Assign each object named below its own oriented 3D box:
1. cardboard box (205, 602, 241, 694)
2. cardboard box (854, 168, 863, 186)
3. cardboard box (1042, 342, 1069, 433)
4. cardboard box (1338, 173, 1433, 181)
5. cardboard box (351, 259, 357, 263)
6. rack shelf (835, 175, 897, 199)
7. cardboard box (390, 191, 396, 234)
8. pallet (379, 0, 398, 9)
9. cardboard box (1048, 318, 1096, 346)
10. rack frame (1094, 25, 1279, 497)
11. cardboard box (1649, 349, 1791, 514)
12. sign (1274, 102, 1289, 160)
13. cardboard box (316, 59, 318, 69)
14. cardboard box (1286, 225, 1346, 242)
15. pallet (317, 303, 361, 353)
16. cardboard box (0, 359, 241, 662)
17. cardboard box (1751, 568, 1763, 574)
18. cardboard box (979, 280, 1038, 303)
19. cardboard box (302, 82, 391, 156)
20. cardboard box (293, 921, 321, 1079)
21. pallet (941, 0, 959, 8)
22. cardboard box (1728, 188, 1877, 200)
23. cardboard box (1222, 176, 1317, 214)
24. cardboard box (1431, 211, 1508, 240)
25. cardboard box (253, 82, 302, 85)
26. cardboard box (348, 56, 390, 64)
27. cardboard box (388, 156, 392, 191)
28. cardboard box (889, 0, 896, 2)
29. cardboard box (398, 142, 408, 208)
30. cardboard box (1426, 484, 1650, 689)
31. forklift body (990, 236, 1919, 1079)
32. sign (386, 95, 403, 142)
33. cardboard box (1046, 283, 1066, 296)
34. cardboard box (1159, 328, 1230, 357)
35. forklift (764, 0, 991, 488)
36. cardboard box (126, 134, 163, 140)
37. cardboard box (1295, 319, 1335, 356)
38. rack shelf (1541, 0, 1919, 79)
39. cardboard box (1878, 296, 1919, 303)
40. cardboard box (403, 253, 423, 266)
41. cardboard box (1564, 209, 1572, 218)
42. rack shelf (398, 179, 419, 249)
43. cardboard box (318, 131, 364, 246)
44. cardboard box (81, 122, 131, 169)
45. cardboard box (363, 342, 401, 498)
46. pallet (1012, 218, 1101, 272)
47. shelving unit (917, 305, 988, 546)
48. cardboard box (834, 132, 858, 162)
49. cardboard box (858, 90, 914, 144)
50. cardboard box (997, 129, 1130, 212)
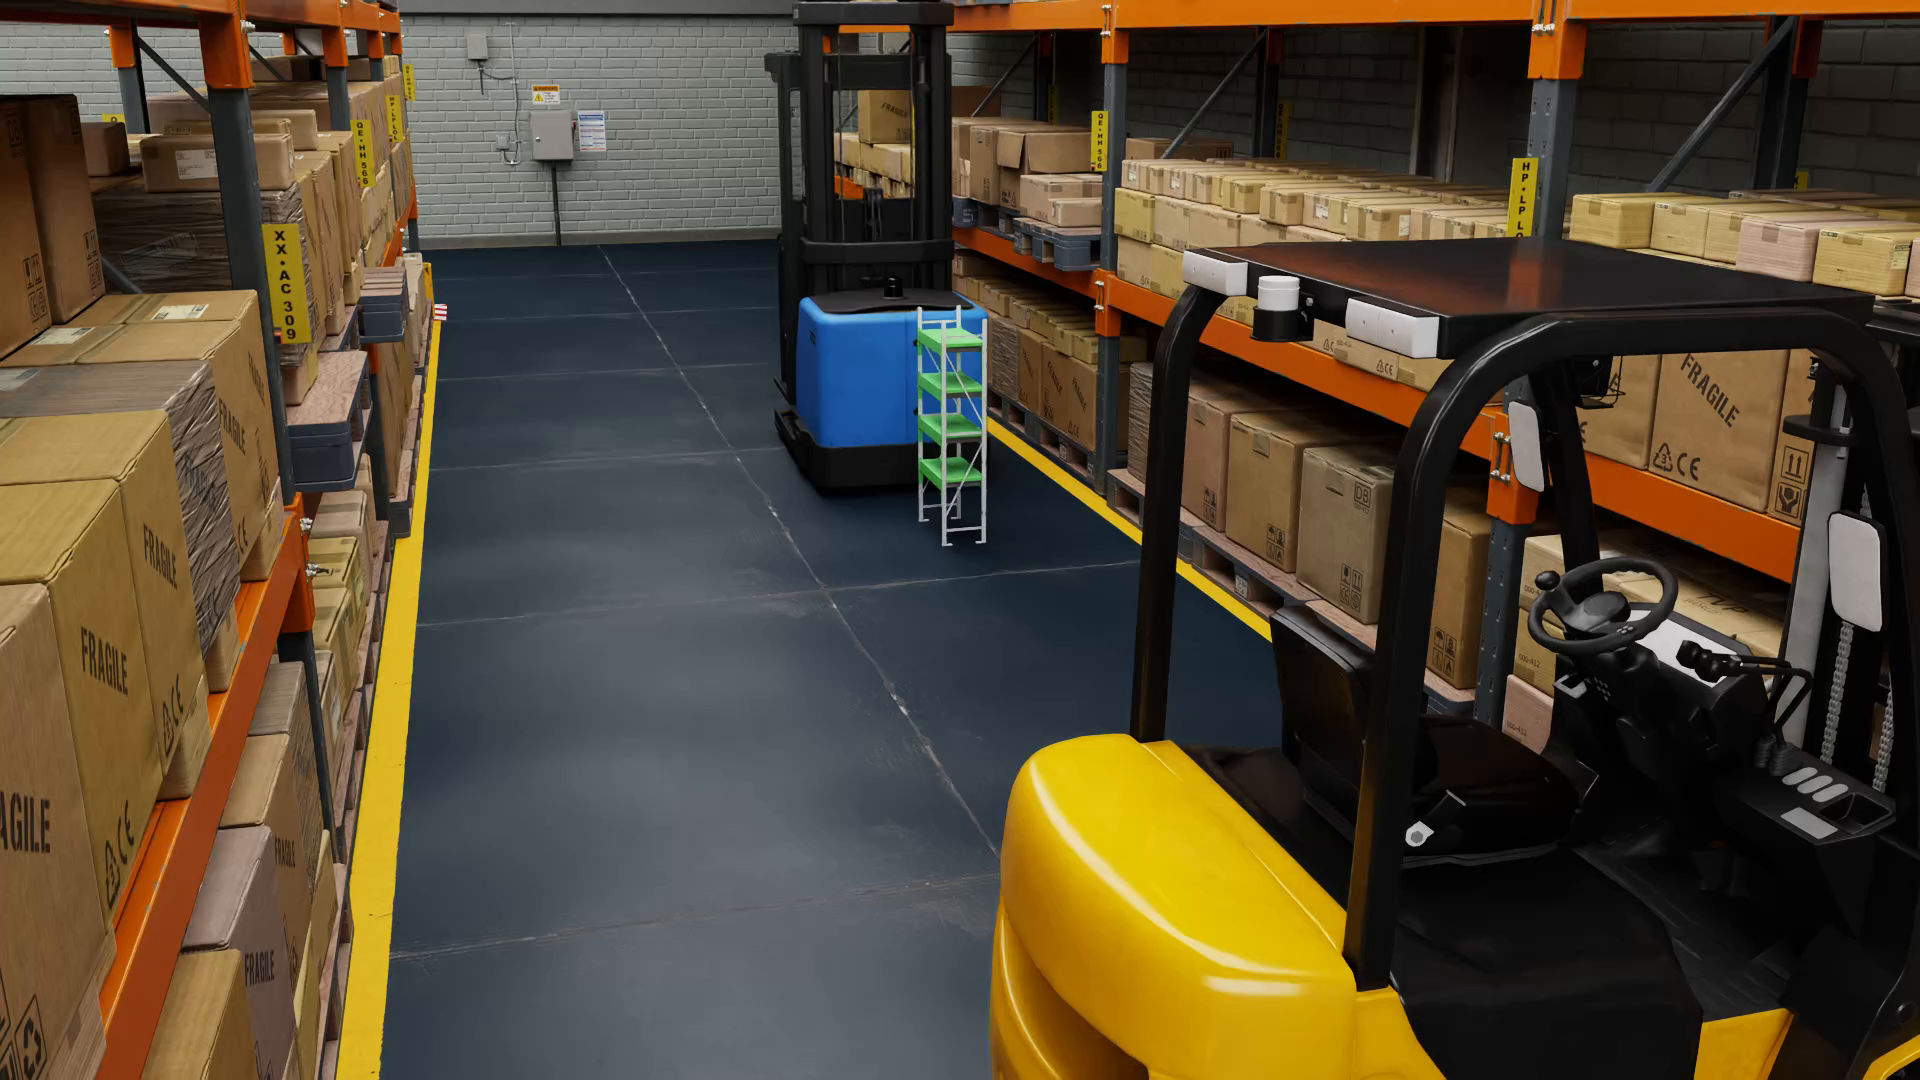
[{"bbox_3d":[-1.711,0.222,3.435,0.380,0.149,0.250,-5,17,-16],"label":"cardboard box"},{"bbox_3d":[-0.769,-3.363,15.371,0.380,0.149,0.250,-5,17,-17],"label":"cardboard box"},{"bbox_3d":[0.847,-0.987,10.638,0.500,0.500,0.500,-5,17,-16],"label":"cardboard box"},{"bbox_3d":[2.053,-1.685,8.046,0.380,0.149,0.250,-5,17,-16],"label":"cardboard box"},{"bbox_3d":[-2.841,-1.154,7.287,0.380,0.149,0.250,-6,18,-18],"label":"cardboard box"},{"bbox_3d":[-0.352,-3.059,15.171,1.077,0.370,4.000,-5,17,-15],"label":"rack shelf"},{"bbox_3d":[-4.208,-2.281,11.591,0.500,0.250,0.500,-5,17,-17],"label":"cardboard box"},{"bbox_3d":[-5.459,-4.753,14.501,1.003,0.211,1.213,-5,17,-15],"label":"pallet"},{"bbox_3d":[0.783,-1.324,10.634,0.380,0.149,0.250,-5,18,-17],"label":"cardboard box"},{"bbox_3d":[1.297,-1.744,9.543,1.000,3.000,0.127,-5,17,-15],"label":"rack frame"},{"bbox_3d":[2.426,-0.399,4.892,0.500,0.500,0.500,-4,17,-14],"label":"cardboard box"},{"bbox_3d":[1.830,-2.343,9.525,0.100,0.325,0.005,-5,17,-15],"label":"sign"},{"bbox_3d":[-5.078,-3.574,12.597,0.380,0.149,0.250,-5,17,-16],"label":"cardboard box"},{"bbox_3d":[1.732,-1.204,7.138,0.500,0.250,0.500,-4,17,-14],"label":"cardboard box"},{"bbox_3d":[-2.891,-0.714,6.448,1.003,0.211,1.213,-5,17,-15],"label":"pallet"},{"bbox_3d":[-1.719,-0.046,3.200,0.500,0.500,0.500,-4,17,-14],"label":"cardboard box"},{"bbox_3d":[2.717,0.120,5.649,0.500,0.250,0.500,-4,17,-14],"label":"cardboard box"},{"bbox_3d":[0.361,-1.829,12.315,0.380,0.149,0.250,-5,17,-16],"label":"cardboard box"},{"bbox_3d":[-4.210,-2.880,11.413,0.500,0.500,0.500,-4,17,-13],"label":"cardboard box"},{"bbox_3d":[-1.798,1.161,3.923,0.500,0.250,0.500,-5,17,-17],"label":"cardboard box"},{"bbox_3d":[0.309,-4.011,12.203,1.213,0.211,1.003,-5,17,-15],"label":"pallet"},{"bbox_3d":[2.775,-1.074,5.494,0.380,0.149,0.250,-5,17,-15],"label":"cardboard box"},{"bbox_3d":[1.466,-1.635,7.878,0.380,0.149,0.250,-4,17,-14],"label":"cardboard box"},{"bbox_3d":[2.001,-1.143,6.241,0.380,0.149,0.250,-5,17,-16],"label":"cardboard box"},{"bbox_3d":[-4.729,-2.839,11.277,0.500,0.500,0.500,-4,17,-15],"label":"cardboard box"},{"bbox_3d":[-4.978,-3.968,13.910,0.380,0.149,0.250,-4,17,-14],"label":"cardboard box"},{"bbox_3d":[-4.219,-2.522,11.524,0.500,0.250,0.500,-5,17,-15],"label":"cardboard box"},{"bbox_3d":[-0.378,-4.454,13.787,0.380,0.149,0.250,-5,17,-15],"label":"cardboard box"},{"bbox_3d":[-4.716,-2.933,13.327,0.500,0.500,0.500,-5,17,-15],"label":"cardboard box"},{"bbox_3d":[2.242,0.155,6.618,0.875,0.625,0.625,-4,17,-13],"label":"cardboard box"},{"bbox_3d":[1.220,0.495,3.564,2.313,2.155,1.214,-5,17,-15],"label":"forklift body"},{"bbox_3d":[-4.055,-3.019,11.913,0.100,0.325,0.005,-5,17,-15],"label":"sign"},{"bbox_3d":[0.848,-1.798,12.210,0.380,0.149,0.250,-4,17,-14],"label":"cardboard box"},{"bbox_3d":[1.453,-1.227,10.311,0.380,0.149,0.250,-4,17,-12],"label":"cardboard box"},{"bbox_3d":[-0.648,-2.092,10.822,1.130,2.935,3.031,-4,17,-13],"label":"forklift"},{"bbox_3d":[-3.573,-1.599,7.640,0.500,0.500,0.500,-5,17,-17],"label":"cardboard box"},{"bbox_3d":[1.756,-0.963,7.203,0.500,0.250,0.500,-5,17,-15],"label":"cardboard box"},{"bbox_3d":[2.946,-1.176,3.690,1.077,0.370,4.000,-5,17,-15],"label":"rack shelf"},{"bbox_3d":[2.555,-0.530,4.203,0.380,0.149,0.250,-5,18,-17],"label":"cardboard box"},{"bbox_3d":[-5.396,-2.362,15.327,0.875,0.438,0.875,-5,18,-17],"label":"cardboard box"},{"bbox_3d":[2.483,-1.188,6.393,0.380,0.149,0.250,-5,18,-17],"label":"cardboard box"},{"bbox_3d":[-5.123,-2.665,13.862,1.077,0.370,4.000,-5,17,-15],"label":"rack shelf"},{"bbox_3d":[-3.082,-1.638,7.770,0.500,0.500,0.500,-5,17,-17],"label":"cardboard box"},{"bbox_3d":[-3.019,-1.319,5.582,0.380,0.149,0.250,-5,18,-18],"label":"cardboard box"},{"bbox_3d":[-3.584,-0.731,9.136,0.875,0.875,0.875,-5,17,-16],"label":"cardboard box"},{"bbox_3d":[1.043,-1.834,10.176,1.213,0.211,1.003,-5,17,-15],"label":"pallet"},{"bbox_3d":[-0.046,-0.620,8.932,0.258,1.200,0.503,-5,17,-15],"label":"shelving unit"},{"bbox_3d":[-1.036,-3.880,16.400,0.500,0.250,0.500,-5,17,-15],"label":"cardboard box"},{"bbox_3d":[-0.623,-3.825,14.911,0.500,0.500,0.500,-4,17,-14],"label":"cardboard box"},{"bbox_3d":[0.671,-2.431,10.922,0.797,0.503,0.637,-5,17,-17],"label":"cardboard box"}]
